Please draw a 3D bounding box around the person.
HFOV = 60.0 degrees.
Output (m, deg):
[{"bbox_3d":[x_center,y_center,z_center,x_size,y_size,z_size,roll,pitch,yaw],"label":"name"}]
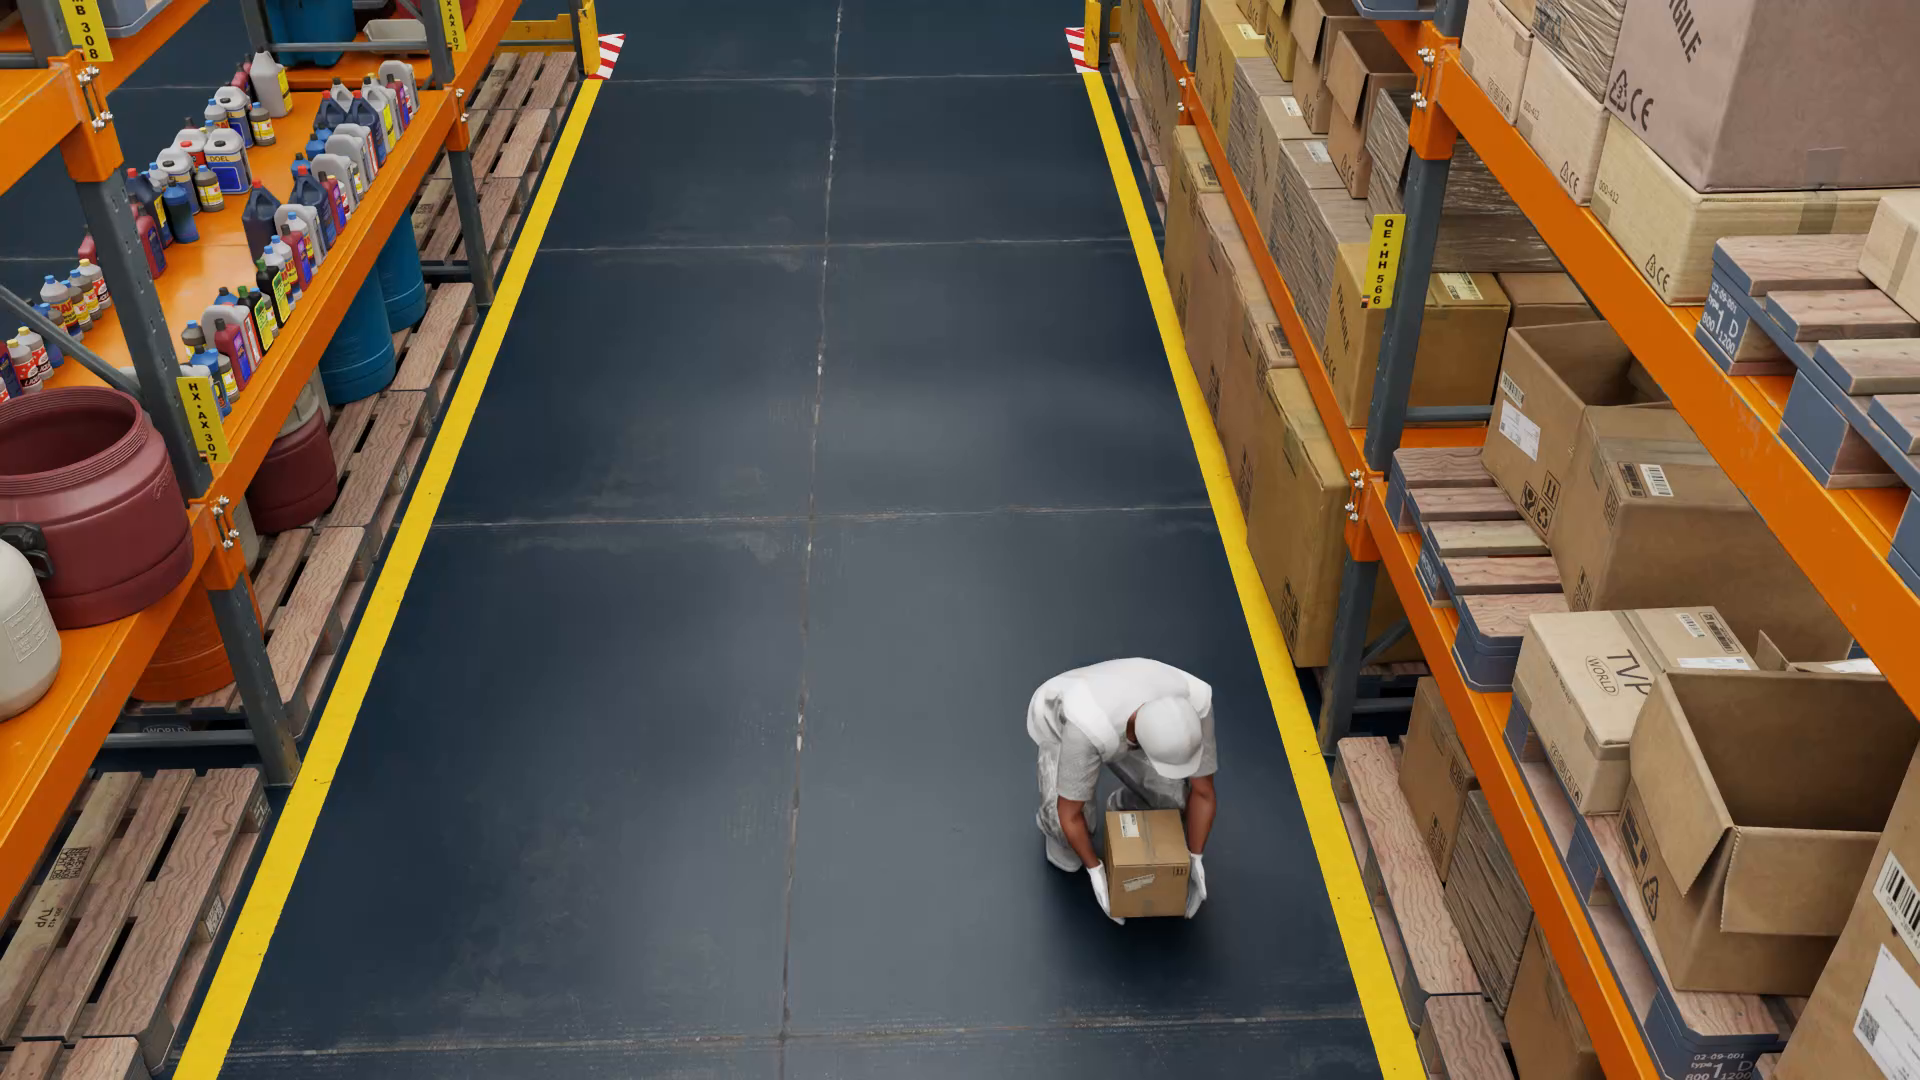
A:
[{"bbox_3d":[0.561,0.764,5.731,0.577,0.992,0.903,-8,36,-12],"label":"person"}]
